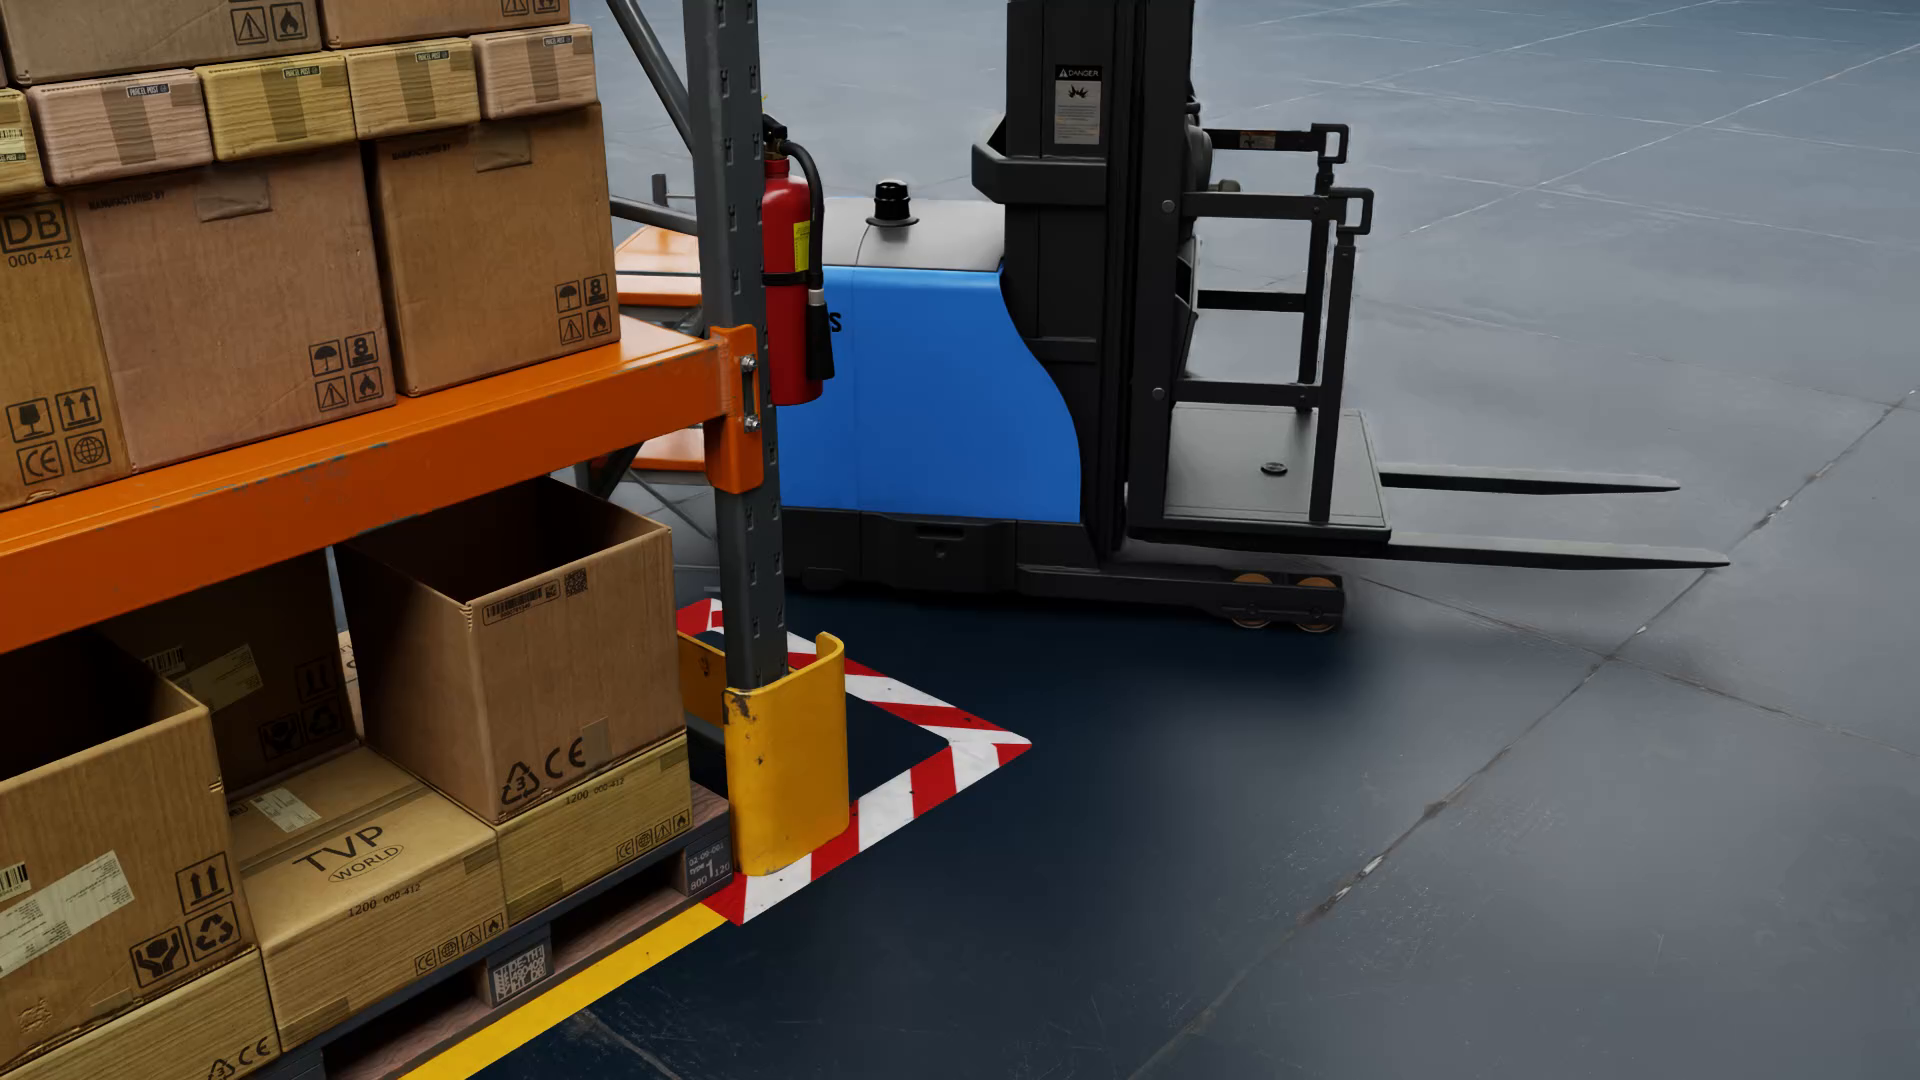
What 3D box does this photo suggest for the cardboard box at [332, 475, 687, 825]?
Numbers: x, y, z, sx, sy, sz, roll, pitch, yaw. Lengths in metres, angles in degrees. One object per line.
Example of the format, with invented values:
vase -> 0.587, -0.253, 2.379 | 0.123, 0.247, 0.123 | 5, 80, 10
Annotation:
cardboard box -> -0.952, 0.205, 3.557 | 0.500, 0.500, 0.500 | 20, 31, 38

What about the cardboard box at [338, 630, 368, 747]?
cardboard box -> -1.339, 0.406, 4.027 | 0.500, 0.250, 0.500 | 20, 31, 38

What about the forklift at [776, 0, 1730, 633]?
forklift -> 0.888, -1.285, 5.034 | 3.031, 2.935, 1.130 | 3, 24, 7

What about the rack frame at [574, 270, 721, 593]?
rack frame -> -0.967, -0.357, 5.172 | 0.500, 1.125, 0.032 | 3, 24, 6

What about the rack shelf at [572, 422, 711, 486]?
rack shelf -> -0.904, -0.341, 5.733 | 0.538, 0.278, 1.000 | 3, 24, 6

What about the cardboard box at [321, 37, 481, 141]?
cardboard box -> -1.103, -0.853, 3.071 | 0.380, 0.149, 0.250 | 21, 32, 39

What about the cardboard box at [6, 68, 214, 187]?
cardboard box -> -1.443, -0.699, 2.728 | 0.380, 0.149, 0.250 | 21, 31, 38

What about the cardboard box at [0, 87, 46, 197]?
cardboard box -> -1.618, -0.619, 2.549 | 0.380, 0.149, 0.250 | 21, 32, 39

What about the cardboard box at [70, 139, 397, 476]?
cardboard box -> -1.484, -0.506, 3.089 | 0.700, 0.500, 0.500 | 21, 32, 39

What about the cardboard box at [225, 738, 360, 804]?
cardboard box -> -1.670, 0.559, 3.685 | 0.500, 0.250, 0.500 | 20, 31, 38

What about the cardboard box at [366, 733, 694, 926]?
cardboard box -> -0.954, 0.547, 3.711 | 0.500, 0.250, 0.500 | 20, 31, 38

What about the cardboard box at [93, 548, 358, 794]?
cardboard box -> -1.672, 0.216, 3.532 | 0.500, 0.500, 0.500 | 20, 31, 38

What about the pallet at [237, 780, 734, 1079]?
pallet -> -1.295, 0.757, 3.804 | 1.003, 0.211, 1.213 | 20, 31, 38

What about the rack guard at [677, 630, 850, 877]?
rack guard -> -0.800, 0.373, 4.307 | 1.175, 0.500, 0.348 | 20, 31, 38

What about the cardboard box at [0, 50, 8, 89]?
cardboard box -> -1.855, -0.927, 2.444 | 0.700, 0.500, 0.500 | 20, 31, 38

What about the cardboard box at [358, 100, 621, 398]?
cardboard box -> -1.137, -0.667, 3.449 | 0.700, 0.500, 0.500 | 20, 31, 38

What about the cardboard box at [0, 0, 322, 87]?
cardboard box -> -1.519, -1.081, 2.787 | 0.700, 0.500, 0.500 | 19, 30, 36

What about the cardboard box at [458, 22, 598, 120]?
cardboard box -> -0.929, -0.933, 3.250 | 0.380, 0.149, 0.250 | 20, 31, 37

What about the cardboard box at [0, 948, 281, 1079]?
cardboard box -> -1.611, 0.855, 3.023 | 0.500, 0.250, 0.500 | 20, 31, 38

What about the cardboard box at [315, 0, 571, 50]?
cardboard box -> -1.172, -1.243, 3.148 | 0.700, 0.500, 0.500 | 20, 31, 38

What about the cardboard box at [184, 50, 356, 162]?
cardboard box -> -1.273, -0.775, 2.898 | 0.380, 0.149, 0.250 | 20, 31, 37

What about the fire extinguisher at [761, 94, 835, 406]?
fire extinguisher -> -0.391, -0.634, 3.592 | 0.296, 0.674, 0.183 | 20, 31, 38

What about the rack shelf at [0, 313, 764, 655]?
rack shelf -> -2.151, 0.177, 2.567 | 1.077, 0.370, 4.000 | 20, 31, 38

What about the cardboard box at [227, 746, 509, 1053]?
cardboard box -> -1.278, 0.703, 3.364 | 0.500, 0.250, 0.500 | 20, 31, 38

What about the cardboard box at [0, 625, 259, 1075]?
cardboard box -> -1.609, 0.514, 2.868 | 0.500, 0.500, 0.500 | 20, 31, 38

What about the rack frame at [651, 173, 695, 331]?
rack frame -> -0.842, -0.770, 6.093 | 0.500, 1.125, 0.032 | 3, 24, 6

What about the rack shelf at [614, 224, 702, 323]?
rack shelf -> -0.904, -0.831, 5.513 | 0.538, 0.278, 1.000 | 3, 24, 6

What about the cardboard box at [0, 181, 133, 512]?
cardboard box -> -1.819, -0.356, 2.755 | 0.700, 0.500, 0.500 | 20, 31, 38

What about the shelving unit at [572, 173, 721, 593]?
shelving unit -> -0.904, -0.564, 5.633 | 0.538, 1.125, 1.048 | 3, 24, 6

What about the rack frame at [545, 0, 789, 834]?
rack frame -> -0.816, -0.760, 3.779 | 1.000, 3.000, 0.127 | 20, 31, 38
